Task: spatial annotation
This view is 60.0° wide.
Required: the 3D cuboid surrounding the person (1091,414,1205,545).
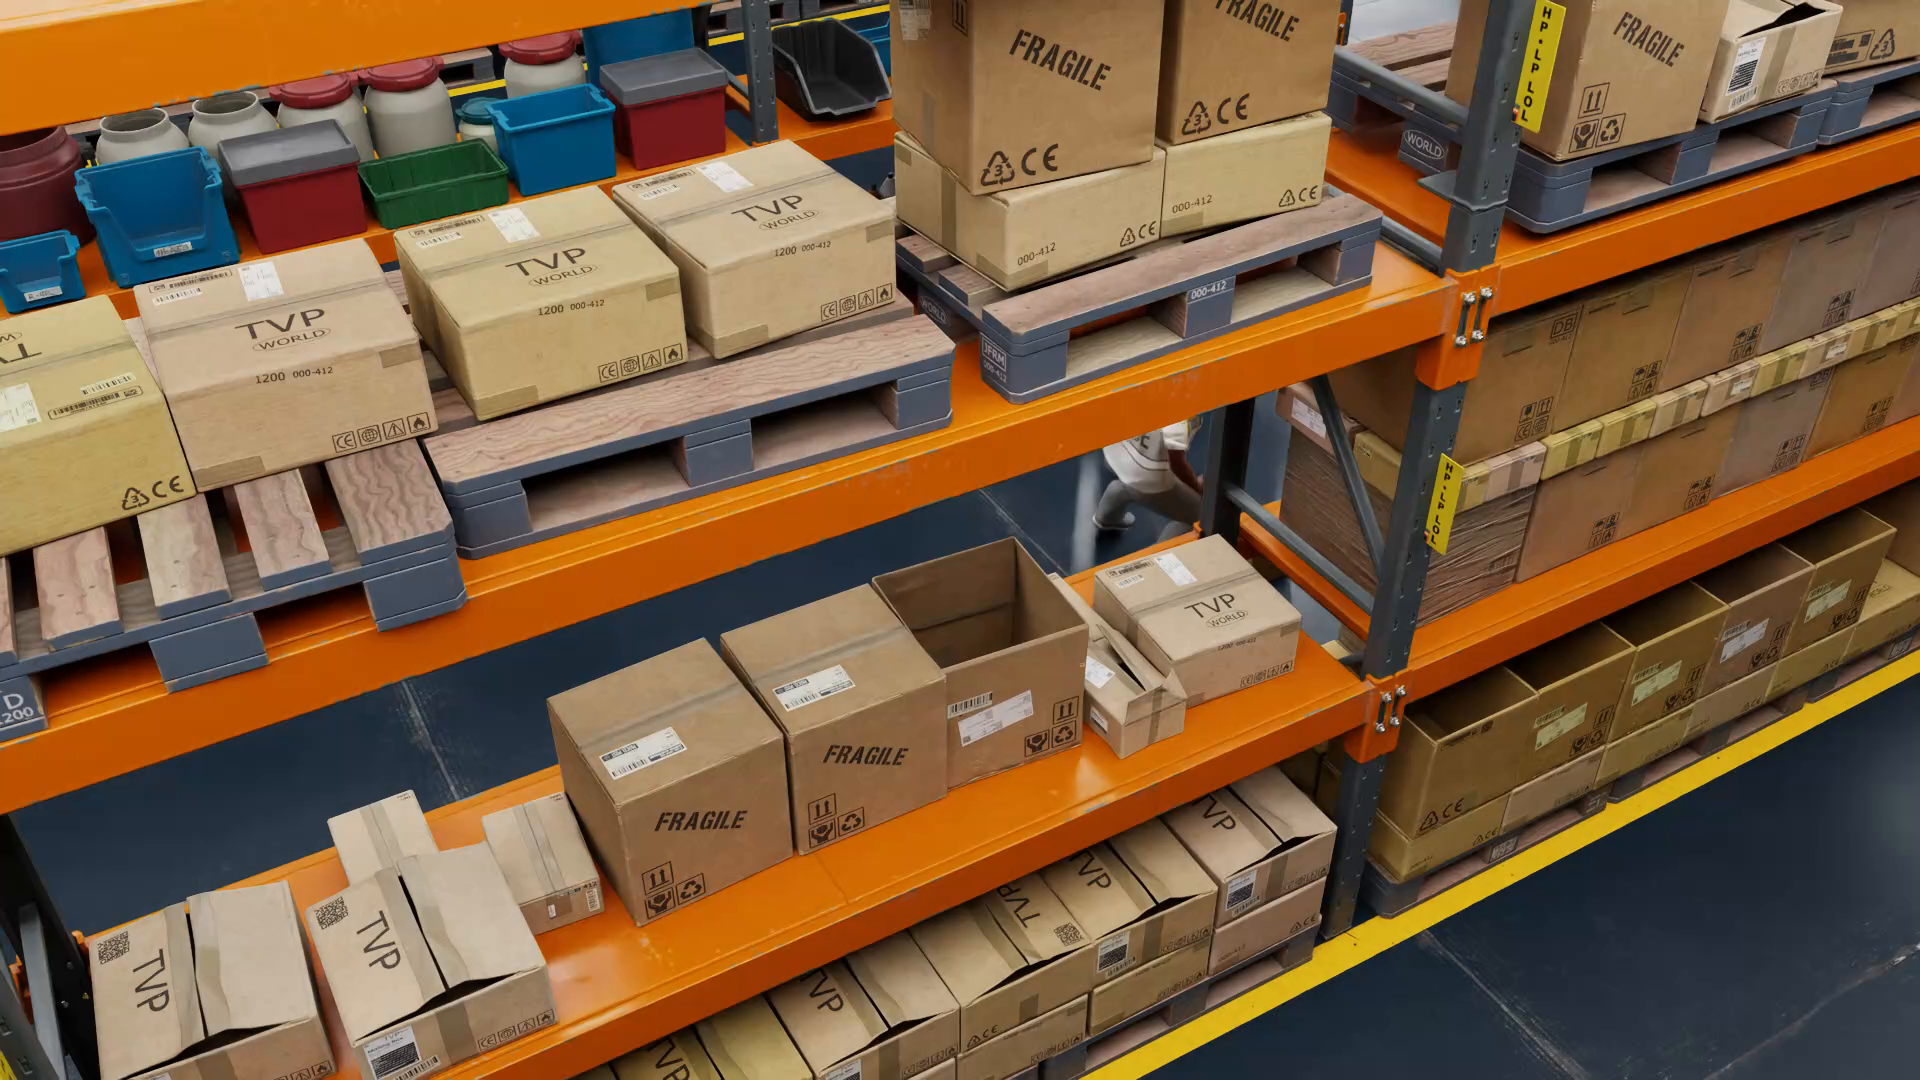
[{"bbox_3d":[0.873,-0.427,7.566,0.529,1.606,0.986,-19,41,-24],"label":"person"}]
